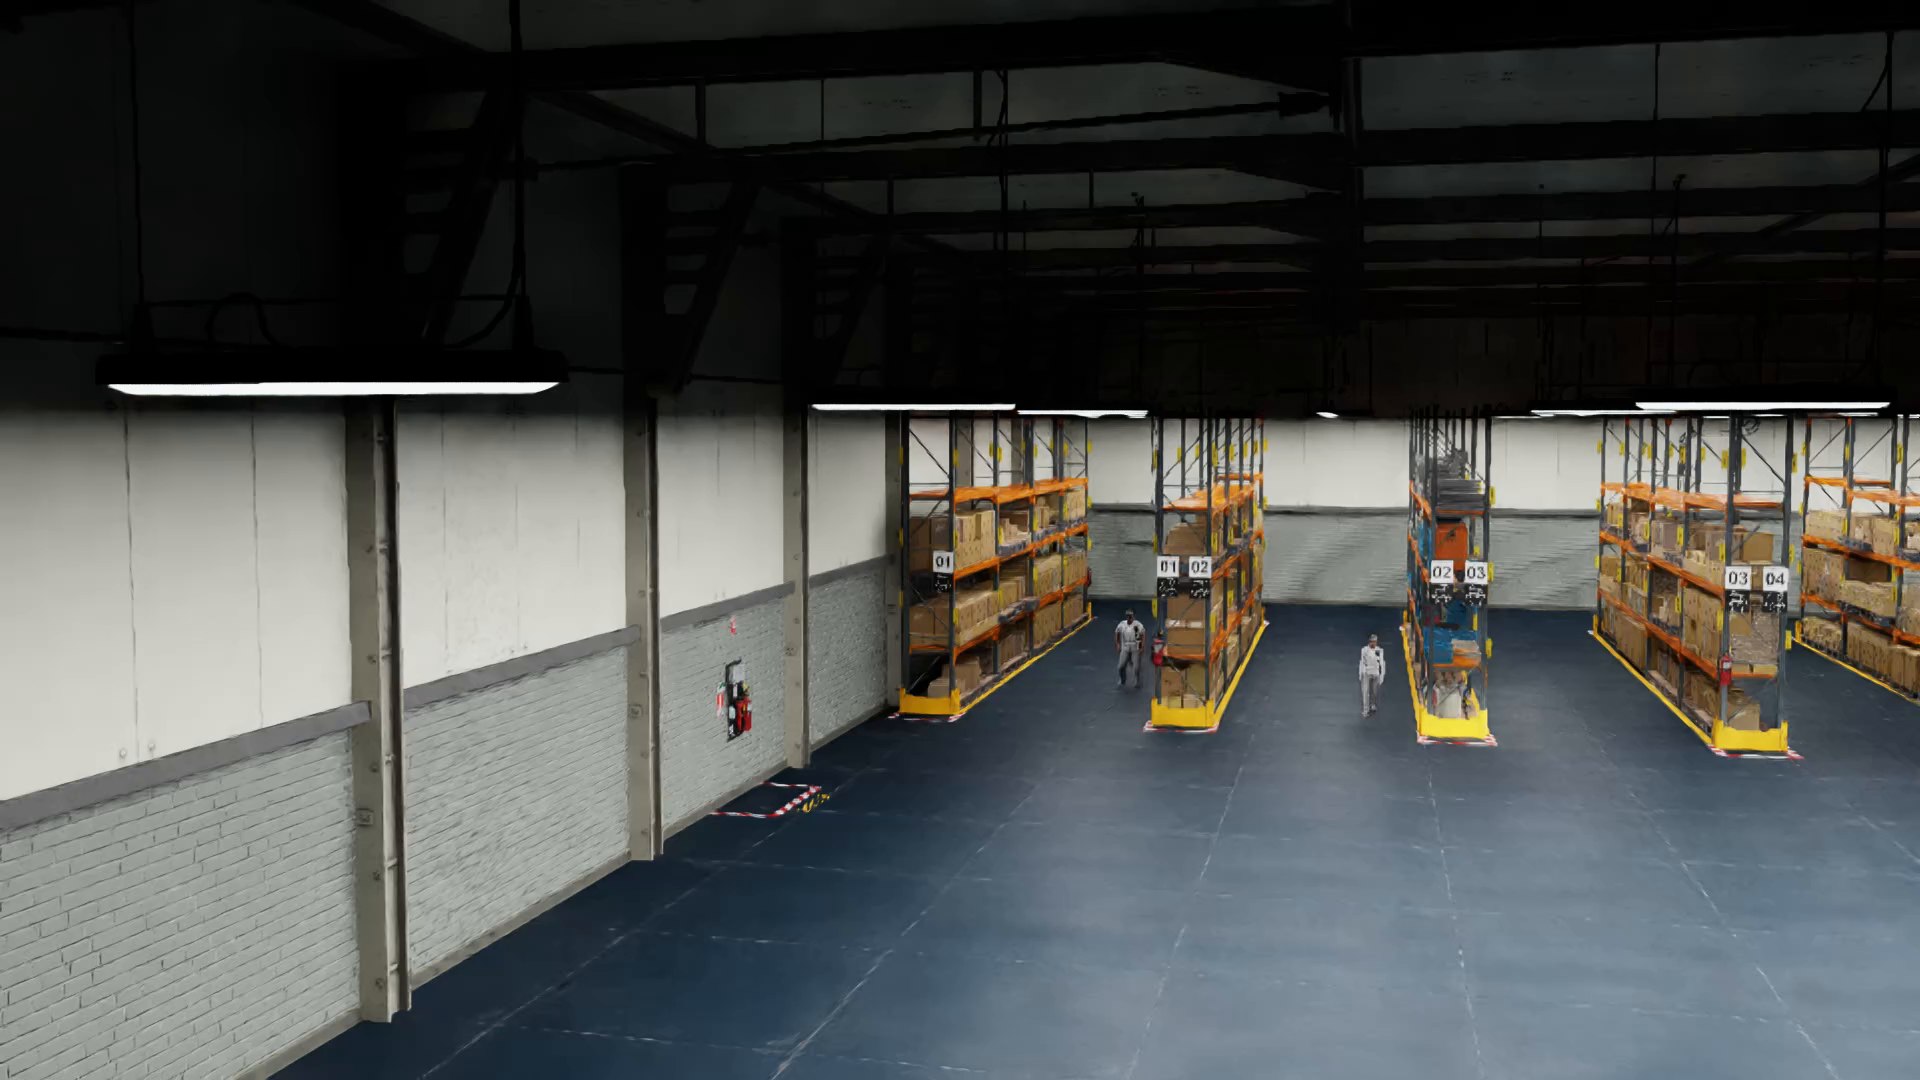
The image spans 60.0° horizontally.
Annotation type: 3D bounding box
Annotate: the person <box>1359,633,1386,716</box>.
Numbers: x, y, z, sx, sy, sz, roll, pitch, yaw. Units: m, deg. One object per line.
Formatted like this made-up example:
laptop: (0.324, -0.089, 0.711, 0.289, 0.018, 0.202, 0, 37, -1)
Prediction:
person: (8.006, 2.589, 32.267, 0.489, 1.587, 1.066, 1, 4, 12)

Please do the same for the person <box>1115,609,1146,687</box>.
person: (3.657, 2.312, 35.689, 0.682, 1.715, 0.536, 1, 4, 13)
